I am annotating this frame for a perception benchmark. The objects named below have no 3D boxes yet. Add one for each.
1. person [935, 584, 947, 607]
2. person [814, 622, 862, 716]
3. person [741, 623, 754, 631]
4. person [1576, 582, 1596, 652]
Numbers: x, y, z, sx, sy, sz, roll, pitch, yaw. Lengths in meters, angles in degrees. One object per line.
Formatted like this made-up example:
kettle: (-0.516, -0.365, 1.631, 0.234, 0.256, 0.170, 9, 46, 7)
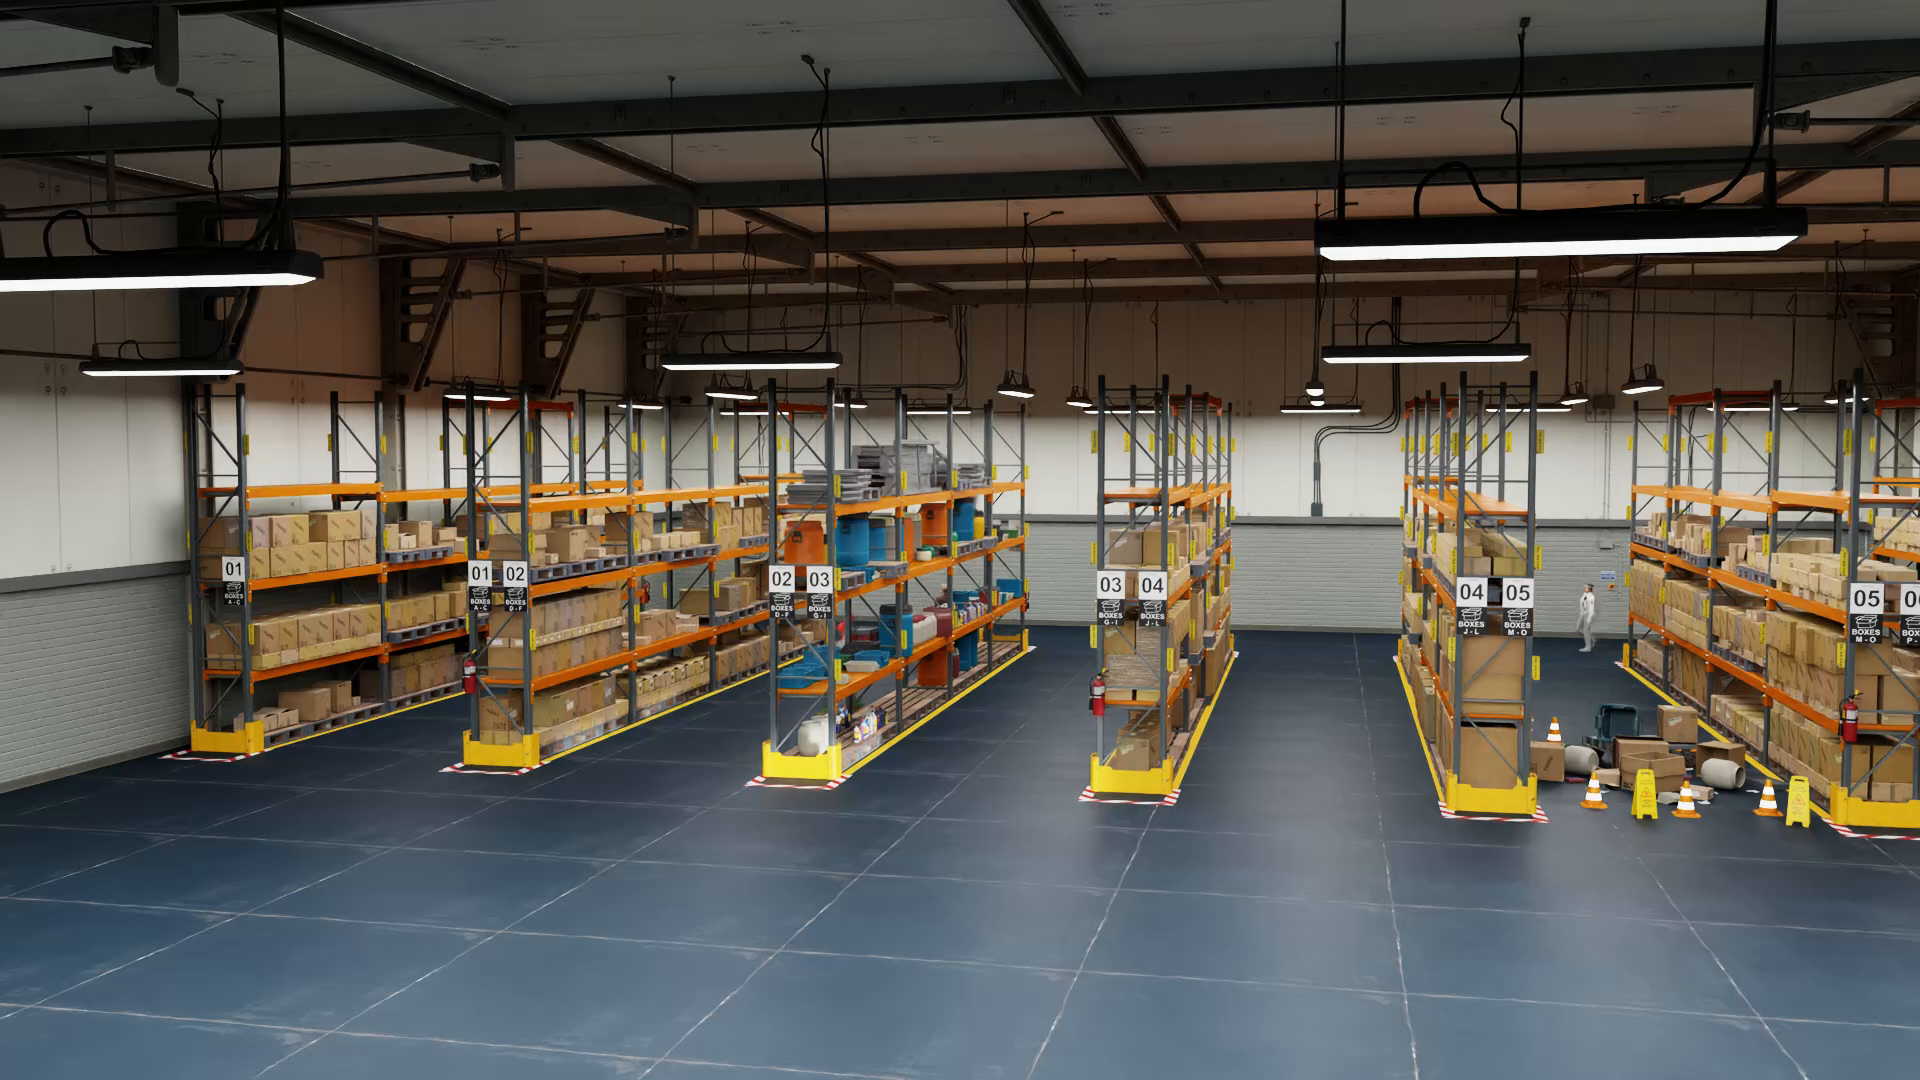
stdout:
person: (-0.348, 1.906, 38.472, 0.631, 1.774, 0.601, -2, 4, -30)
person: (-2.175, 2.355, 30.184, 0.905, 1.741, 0.583, 2, 4, 36)
person: (-5.376, 1.747, 41.802, 0.576, 1.745, 0.700, 1, 3, 12)
person: (15.153, 1.848, 40.103, 0.466, 1.679, 0.508, 0, 3, -3)
